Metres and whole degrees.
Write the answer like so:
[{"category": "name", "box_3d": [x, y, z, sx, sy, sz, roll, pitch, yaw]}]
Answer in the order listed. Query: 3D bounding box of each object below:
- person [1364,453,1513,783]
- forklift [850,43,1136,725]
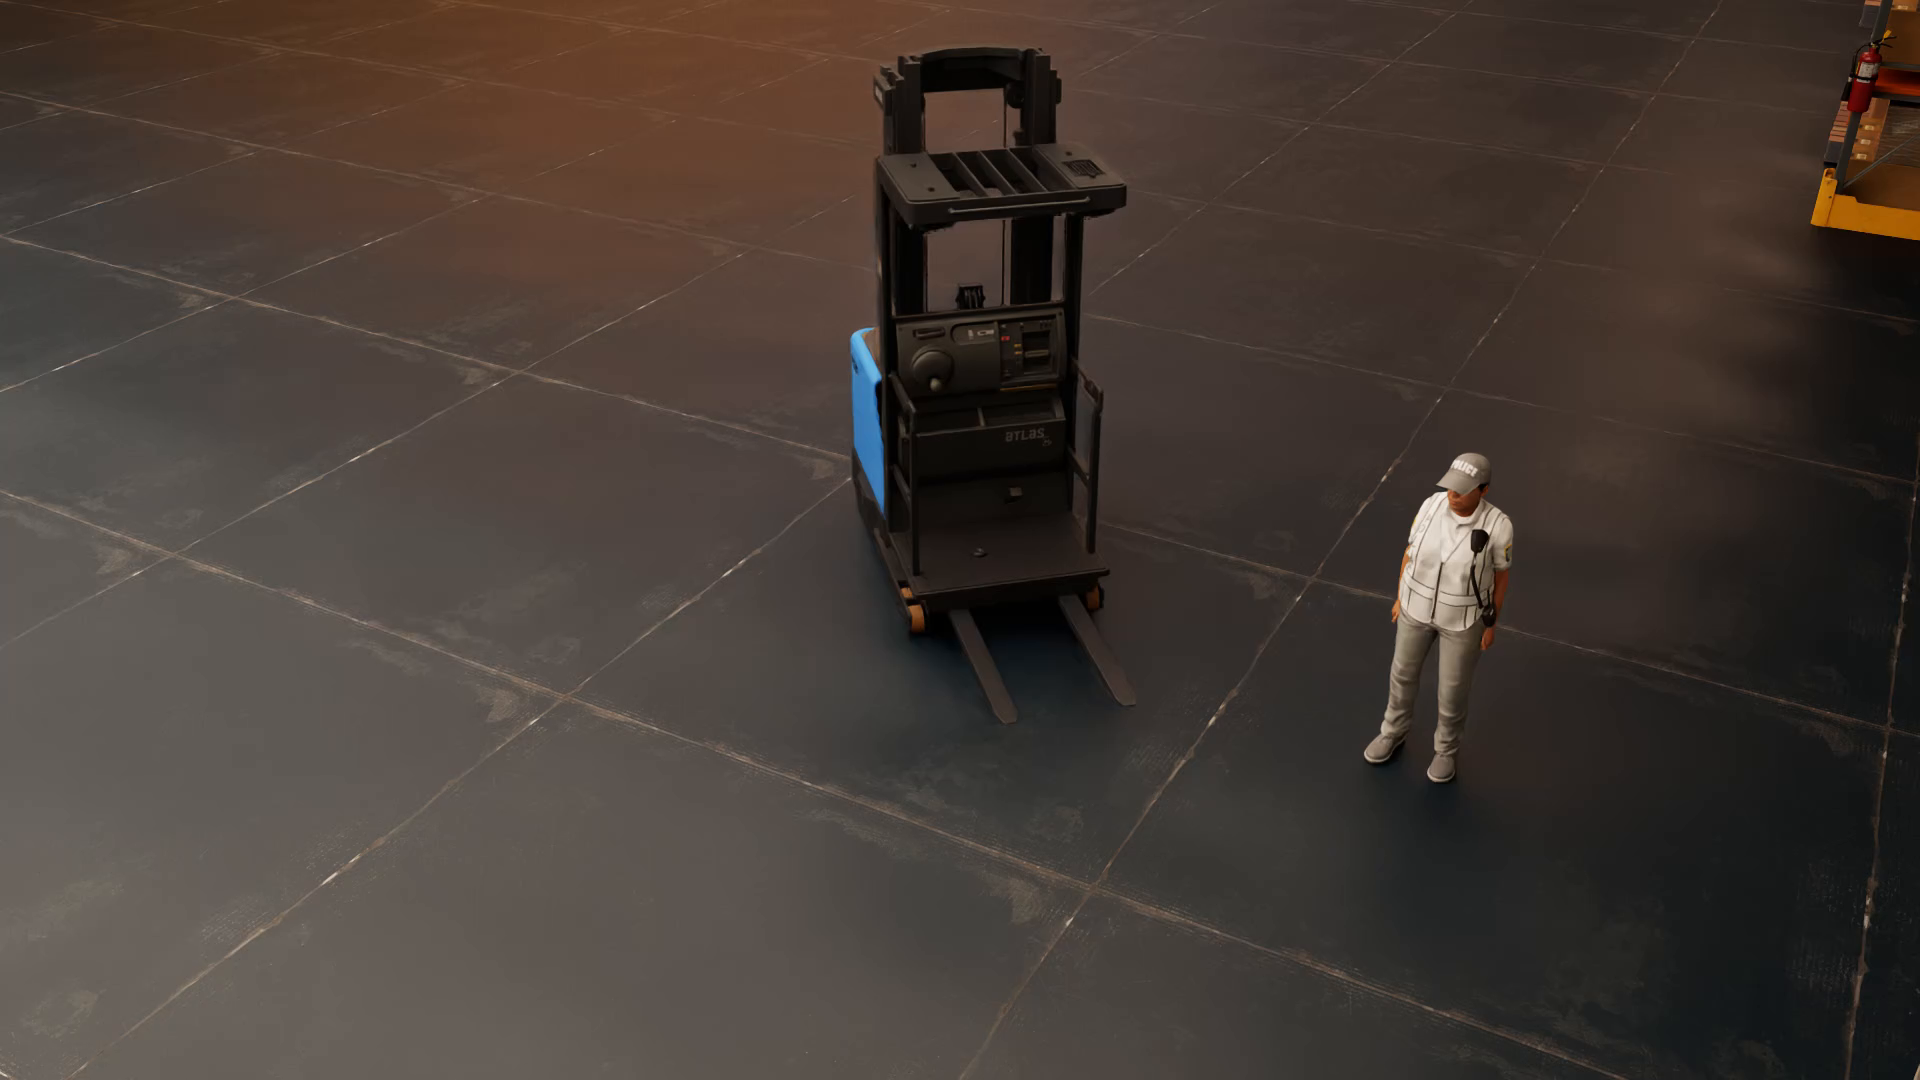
[{"category": "person", "box_3d": [2.251, 0.348, 7.741, 0.492, 1.668, 0.389, 18, 35, 29]}, {"category": "forklift", "box_3d": [0.173, -0.963, 8.740, 1.130, 2.935, 3.031, -7, 31, -12]}]
